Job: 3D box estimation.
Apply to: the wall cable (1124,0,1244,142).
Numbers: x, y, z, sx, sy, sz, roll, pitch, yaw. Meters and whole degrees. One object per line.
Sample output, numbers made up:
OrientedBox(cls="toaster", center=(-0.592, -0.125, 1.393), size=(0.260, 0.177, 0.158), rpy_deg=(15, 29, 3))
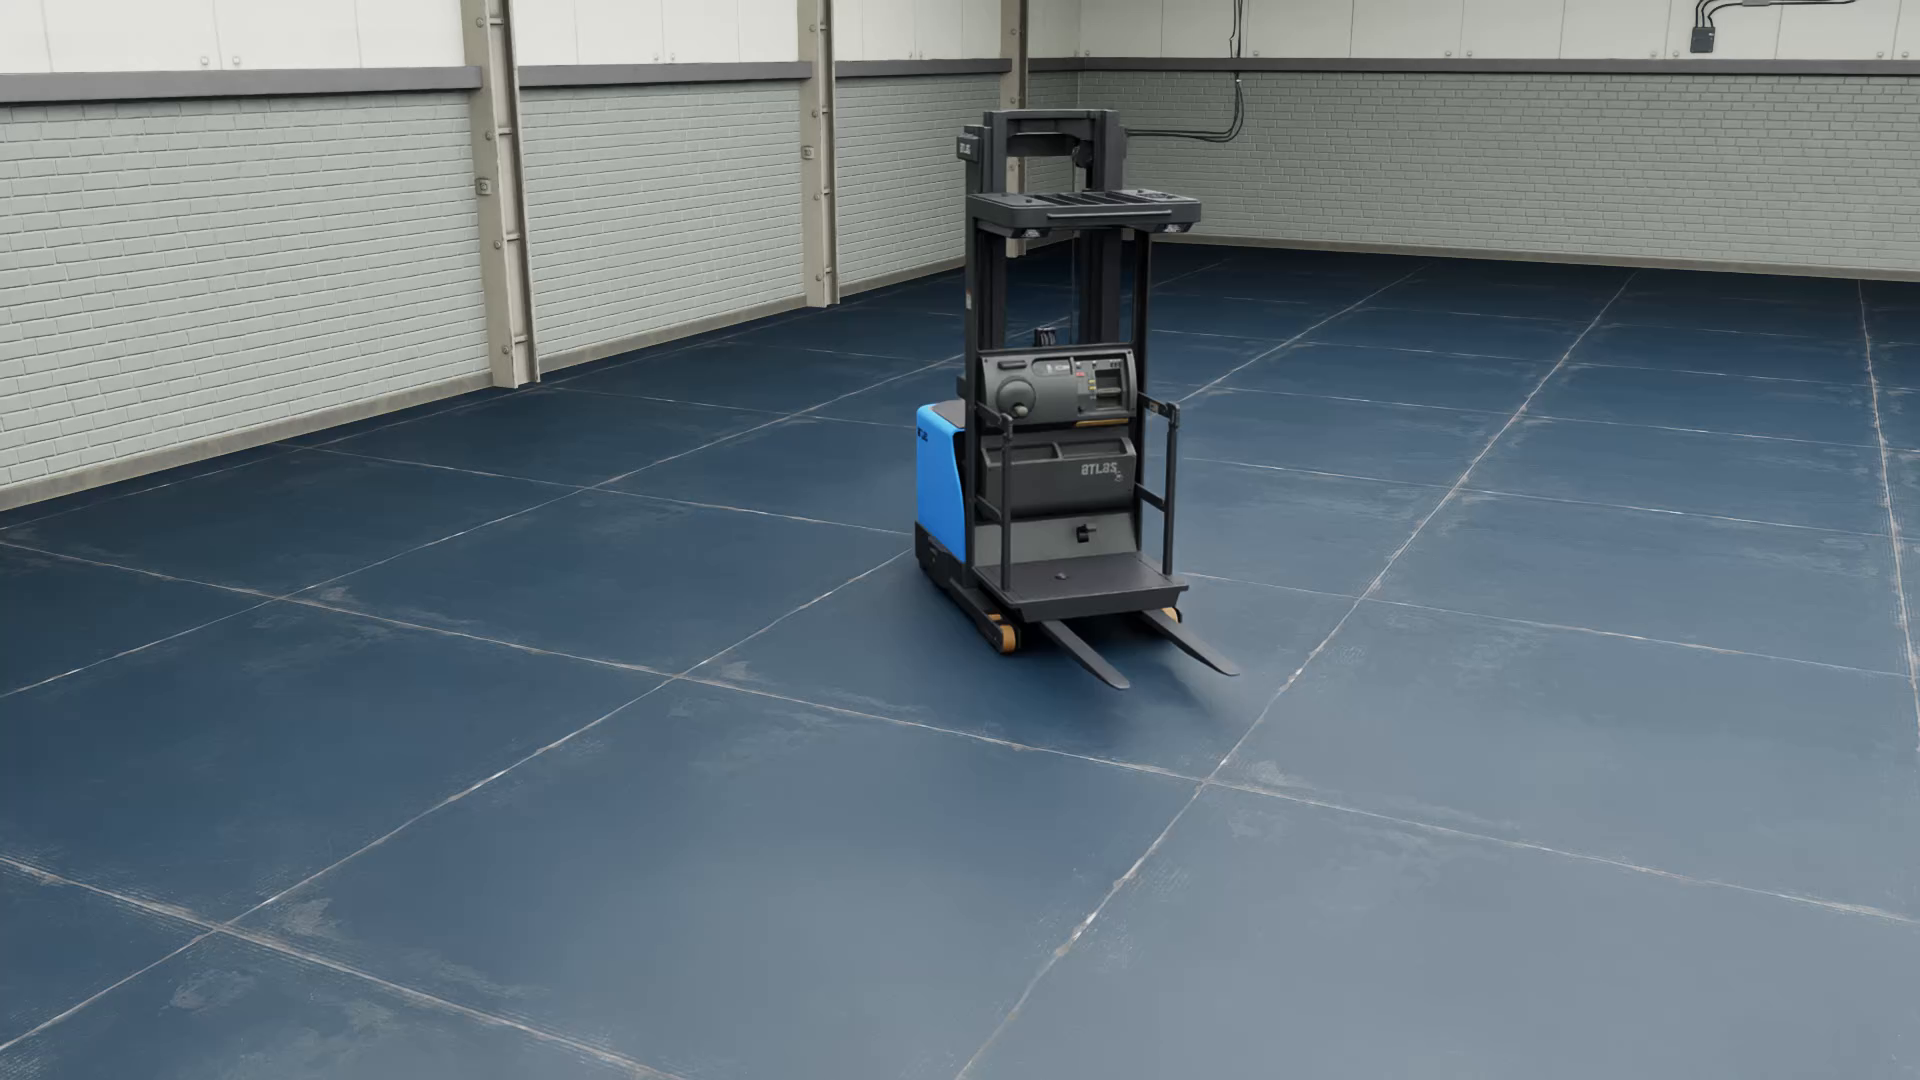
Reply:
OrientedBox(cls="wall cable", center=(3.356, -8.052, 28.282), size=(3.097, 2.526, 0.112), rpy_deg=(8, 18, 25))

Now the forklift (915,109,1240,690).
OrientedBox(cls="forklift", center=(0.643, -0.892, 9.379), size=(1.130, 2.935, 3.031), rpy_deg=(-5, 17, -17))

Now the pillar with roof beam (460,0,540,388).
OrientedBox(cls="pillar with roof beam", center=(-0.654, -5.354, 13.745), size=(9.100, 9.000, 0.400), rpy_deg=(8, 18, 25))

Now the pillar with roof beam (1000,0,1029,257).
OrientedBox(cls="pillar with roof beam", center=(4.708, -8.411, 24.036), size=(9.100, 9.000, 0.400), rpy_deg=(8, 18, 25))

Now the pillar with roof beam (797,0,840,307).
OrientedBox(cls="pillar with roof beam", center=(2.027, -6.882, 18.891), size=(9.100, 9.000, 0.400), rpy_deg=(8, 18, 25))

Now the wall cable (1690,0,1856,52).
OrientedBox(cls="wall cable", center=(11.842, -9.959, 23.276), size=(2.305, 6.003, 0.169), rpy_deg=(8, 18, 25))
